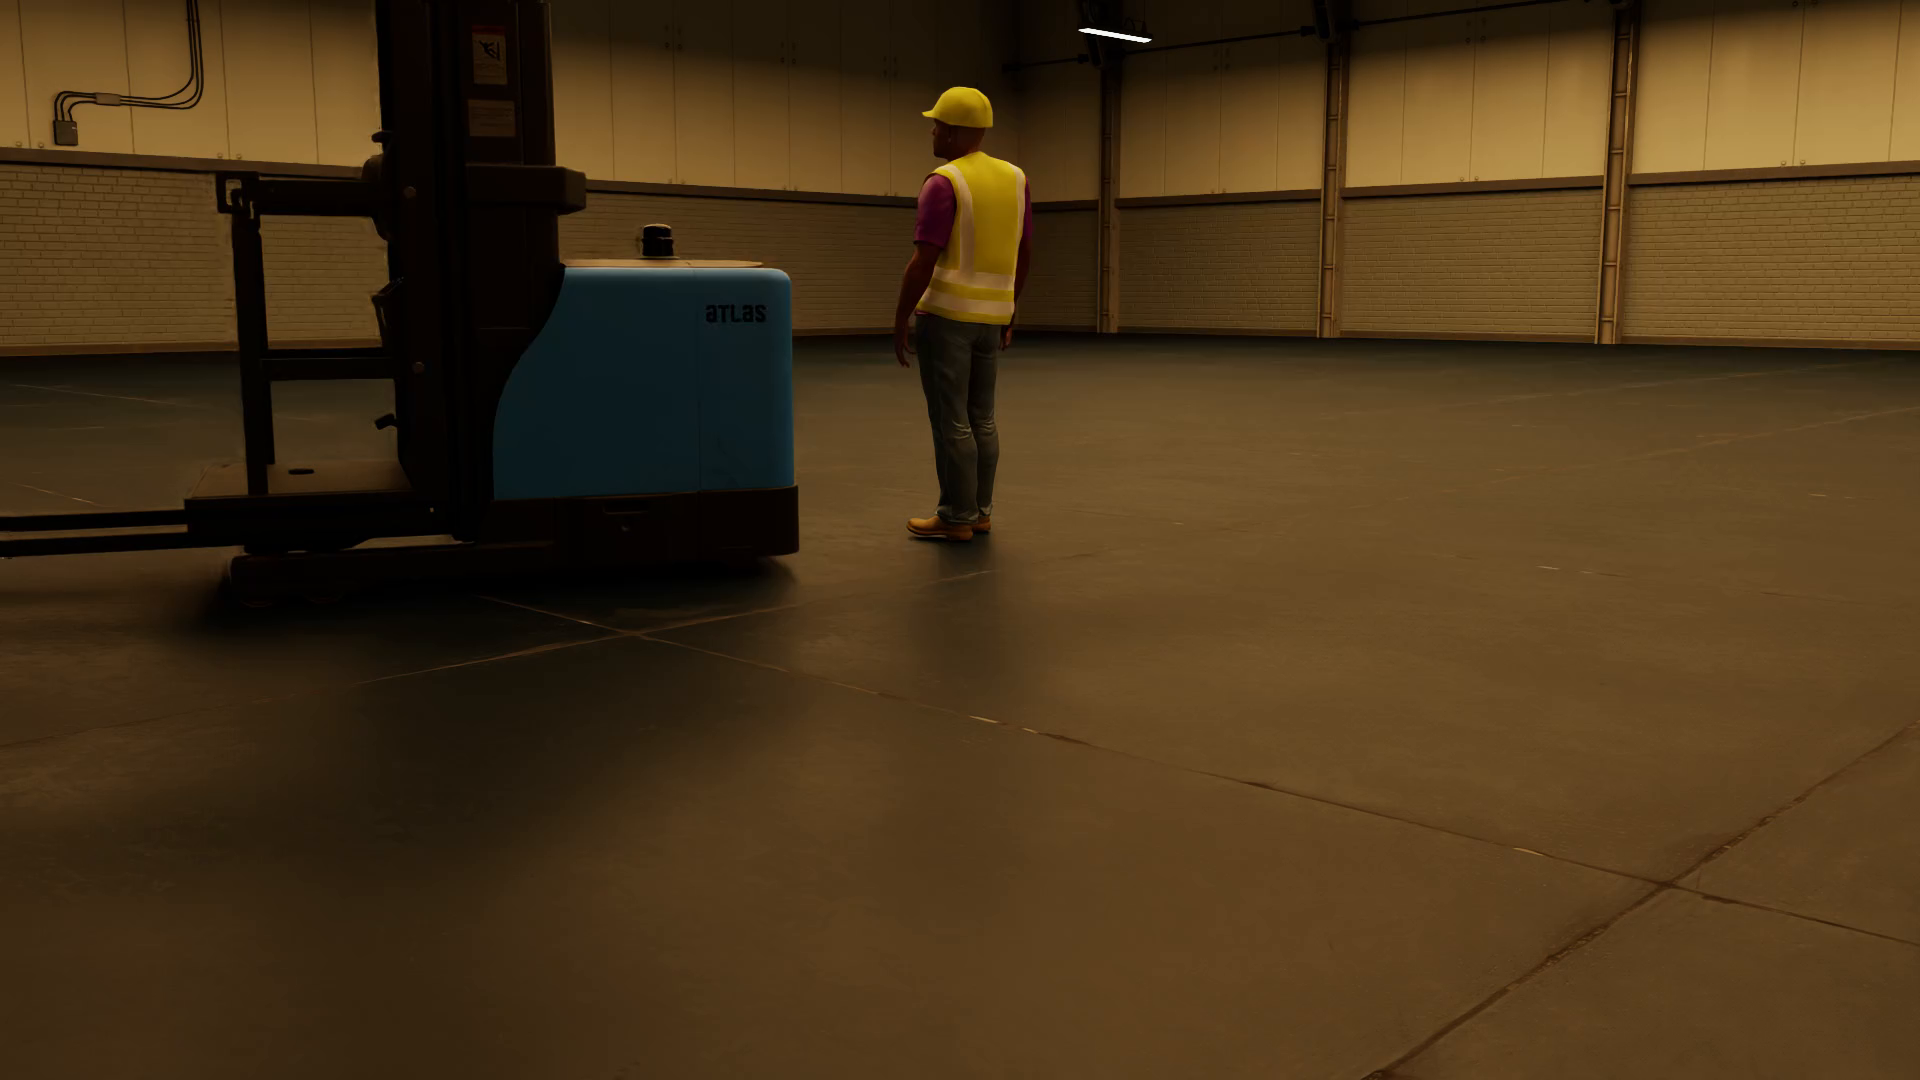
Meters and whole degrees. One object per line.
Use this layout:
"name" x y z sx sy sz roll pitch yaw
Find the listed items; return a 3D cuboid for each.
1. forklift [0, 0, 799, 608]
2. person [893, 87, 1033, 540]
"forklift" -2.149 -1.321 5.646 3.031 2.935 1.130 -3 9 -21
"person" -0.046 -0.888 6.637 0.576 1.766 0.665 8 12 43
